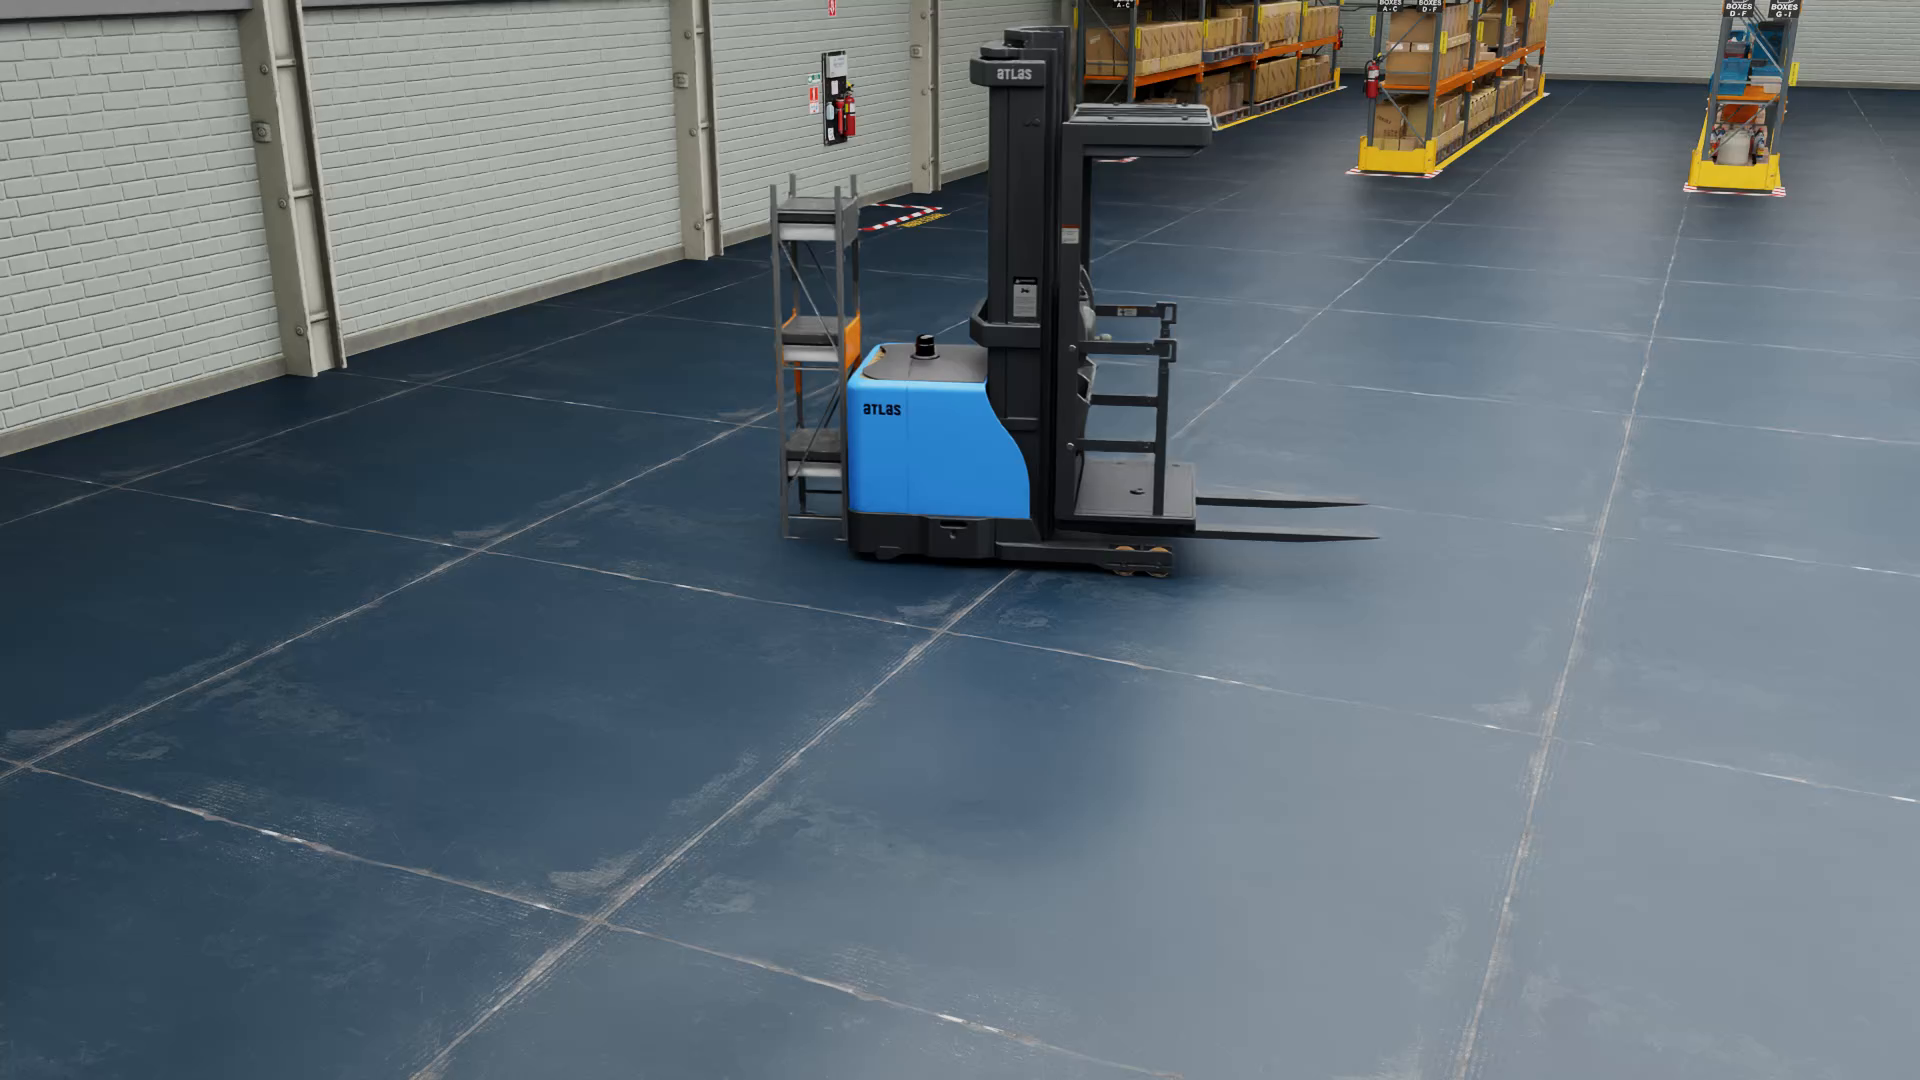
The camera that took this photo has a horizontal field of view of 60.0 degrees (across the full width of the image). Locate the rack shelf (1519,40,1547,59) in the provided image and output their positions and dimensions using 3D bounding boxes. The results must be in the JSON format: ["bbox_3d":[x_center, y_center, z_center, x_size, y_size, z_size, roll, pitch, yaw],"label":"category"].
[{"bbox_3d":[12.715,-11.274,38.268,1.077,0.370,4.000,9,21,23],"label":"rack shelf"}]

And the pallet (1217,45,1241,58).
[{"bbox_3d":[4.964,-9.756,33.212,1.003,0.211,1.213,9,21,23],"label":"pallet"}]

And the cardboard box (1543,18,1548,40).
[{"bbox_3d":[13.599,-12.097,39.359,0.500,0.500,0.500,9,22,24],"label":"cardboard box"}]

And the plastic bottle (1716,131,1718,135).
[{"bbox_3d":[12.500,-6.660,27.626,0.152,0.276,0.135,9,22,25],"label":"plastic bottle"}]

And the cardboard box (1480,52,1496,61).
[{"bbox_3d":[10.142,-9.348,32.152,0.380,0.149,0.250,9,21,23],"label":"cardboard box"}]

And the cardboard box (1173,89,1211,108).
[{"bbox_3d":[4.551,-8.657,32.907,0.700,0.500,0.500,8,21,22],"label":"cardboard box"}]

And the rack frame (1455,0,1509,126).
[{"bbox_3d":[10.258,-9.779,32.990,1.000,3.000,0.127,9,21,23],"label":"rack frame"}]

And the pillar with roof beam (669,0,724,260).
[{"bbox_3d":[0.972,-6.912,15.975,9.100,9.000,0.400,9,21,23],"label":"pillar with roof beam"}]

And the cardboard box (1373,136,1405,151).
[{"bbox_3d":[6.932,-6.440,27.078,0.500,0.250,0.500,9,21,23],"label":"cardboard box"}]

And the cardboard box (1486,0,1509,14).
[{"bbox_3d":[11.867,-11.710,36.778,0.500,0.500,0.500,9,21,23],"label":"cardboard box"}]

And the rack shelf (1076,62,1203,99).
[{"bbox_3d":[3.280,-8.284,29.861,1.077,0.370,4.000,9,21,23],"label":"rack shelf"}]

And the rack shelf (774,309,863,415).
[{"bbox_3d":[-0.832,-1.058,9.851,0.431,0.518,0.480,2,20,7],"label":"rack shelf"}]

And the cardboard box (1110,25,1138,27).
[{"bbox_3d":[2.883,-8.789,29.279,0.500,0.500,0.500,8,21,21],"label":"cardboard box"}]

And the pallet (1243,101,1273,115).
[{"bbox_3d":[6.129,-9.374,36.014,1.003,0.211,1.213,9,21,23],"label":"pallet"}]

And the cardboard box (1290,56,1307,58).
[{"bbox_3d":[8.273,-11.758,40.689,0.380,0.149,0.250,9,21,23],"label":"cardboard box"}]

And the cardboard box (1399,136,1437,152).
[{"bbox_3d":[7.404,-6.369,26.879,0.500,0.250,0.500,9,21,23],"label":"cardboard box"}]

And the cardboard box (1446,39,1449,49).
[{"bbox_3d":[7.760,-8.092,27.130,0.380,0.149,0.250,8,21,21],"label":"cardboard box"}]

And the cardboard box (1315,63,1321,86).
[{"bbox_3d":[8.407,-11.389,40.620,0.700,0.500,0.500,8,21,21],"label":"cardboard box"}]

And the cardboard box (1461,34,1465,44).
[{"bbox_3d":[8.496,-8.641,28.672,0.380,0.149,0.250,8,21,21],"label":"cardboard box"}]

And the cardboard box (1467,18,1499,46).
[{"bbox_3d":[10.413,-10.232,33.487,0.700,0.500,0.500,2,20,4],"label":"cardboard box"}]

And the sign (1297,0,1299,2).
[{"bbox_3d":[8.509,-13.426,41.835,0.100,0.325,0.005,9,21,23],"label":"sign"}]

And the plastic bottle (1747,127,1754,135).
[{"bbox_3d":[13.005,-6.618,27.398,0.144,0.351,0.185,9,21,23],"label":"plastic bottle"}]

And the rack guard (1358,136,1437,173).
[{"bbox_3d":[6.972,-6.148,26.511,1.175,0.500,0.348,9,21,23],"label":"rack guard"}]

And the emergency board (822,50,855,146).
[{"bbox_3d":[-1.545,-5.760,21.690,0.194,1.169,0.643,9,21,23],"label":"emergency board"}]

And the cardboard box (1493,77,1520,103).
[{"bbox_3d":[11.745,-9.691,35.817,0.500,0.500,0.500,9,21,23],"label":"cardboard box"}]

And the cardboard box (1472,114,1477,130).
[{"bbox_3d":[9.222,-7.704,30.632,0.500,0.250,0.500,9,22,24],"label":"cardboard box"}]

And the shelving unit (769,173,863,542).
[{"bbox_3d":[-0.832,-1.071,9.847,0.431,2.100,0.503,2,20,7],"label":"shelving unit"}]

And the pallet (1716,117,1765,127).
[{"bbox_3d":[15.060,-8.031,32.236,1.003,0.211,1.213,9,21,23],"label":"pallet"}]

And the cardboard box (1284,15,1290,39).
[{"bbox_3d":[7.003,-11.392,36.901,0.500,0.500,0.500,9,21,23],"label":"cardboard box"}]

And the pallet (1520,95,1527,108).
[{"bbox_3d":[12.178,-9.898,37.485,1.003,0.211,1.213,9,21,23],"label":"pallet"}]

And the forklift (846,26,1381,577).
[{"bbox_3d":[0.904,-1.360,9.418,3.031,2.935,1.130,2,20,7],"label":"forklift"}]

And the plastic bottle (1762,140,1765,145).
[{"bbox_3d":[12.635,-6.158,26.206,0.061,0.283,0.133,9,21,24],"label":"plastic bottle"}]

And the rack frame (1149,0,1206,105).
[{"bbox_3d":[4.099,-9.235,31.459,1.000,3.000,0.127,9,21,23],"label":"rack frame"}]

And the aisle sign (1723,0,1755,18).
[{"bbox_3d":[11.199,-7.896,23.816,0.394,0.787,0.004,9,21,23],"label":"aisle sign"}]

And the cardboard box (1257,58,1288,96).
[{"bbox_3d":[6.866,-10.377,37.252,0.750,0.750,0.750,9,22,24],"label":"cardboard box"}]

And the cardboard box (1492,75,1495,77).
[{"bbox_3d":[11.475,-9.917,36.451,0.500,0.500,0.500,8,21,20],"label":"cardboard box"}]

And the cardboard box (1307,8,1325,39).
[{"bbox_3d":[8.205,-12.431,40.000,0.980,0.700,0.700,7,21,20],"label":"cardboard box"}]

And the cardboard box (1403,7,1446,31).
[{"bbox_3d":[7.417,-8.310,26.775,0.700,0.500,0.500,8,21,21],"label":"cardboard box"}]

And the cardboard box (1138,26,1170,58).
[{"bbox_3d":[3.360,-8.716,29.074,0.500,0.500,0.500,8,21,21],"label":"cardboard box"}]

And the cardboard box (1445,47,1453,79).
[{"bbox_3d":[7.816,-7.995,27.824,0.700,0.500,0.500,9,22,24],"label":"cardboard box"}]

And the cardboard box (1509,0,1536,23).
[{"bbox_3d":[12.345,-11.625,36.540,0.500,0.500,0.500,9,22,24],"label":"cardboard box"}]

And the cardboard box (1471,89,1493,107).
[{"bbox_3d":[10.061,-8.592,32.292,0.500,0.311,0.500,8,21,22],"label":"cardboard box"}]

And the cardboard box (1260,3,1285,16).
[{"bbox_3d":[6.782,-11.586,36.328,0.500,0.250,0.500,8,21,22],"label":"cardboard box"}]

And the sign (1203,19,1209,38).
[{"bbox_3d":[4.597,-9.571,31.112,0.100,0.325,0.005,9,21,23],"label":"sign"}]

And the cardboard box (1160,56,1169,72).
[{"bbox_3d":[3.364,-8.372,29.227,0.500,0.250,0.500,8,21,22],"label":"cardboard box"}]

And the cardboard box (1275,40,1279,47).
[{"bbox_3d":[6.815,-10.967,36.676,0.380,0.149,0.250,9,22,24],"label":"cardboard box"}]

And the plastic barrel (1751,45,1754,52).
[{"bbox_3d":[14.549,-8.807,30.090,0.421,0.512,0.421,0,20,0],"label":"plastic barrel"}]

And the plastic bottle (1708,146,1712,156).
[{"bbox_3d":[11.852,-6.163,26.342,0.097,0.201,0.097,0,20,0],"label":"plastic bottle"}]

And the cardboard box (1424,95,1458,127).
[{"bbox_3d":[8.213,-7.336,28.477,0.500,0.500,0.500,9,21,23],"label":"cardboard box"}]

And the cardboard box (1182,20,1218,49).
[{"bbox_3d":[4.574,-9.810,32.271,0.700,0.500,0.500,11,22,28],"label":"cardboard box"}]

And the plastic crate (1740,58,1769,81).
[{"bbox_3d":[12.807,-7.704,27.246,0.767,0.338,0.504,9,21,23],"label":"plastic crate"}]

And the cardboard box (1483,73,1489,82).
[{"bbox_3d":[10.861,-9.811,35.035,0.500,0.250,0.500,8,21,22],"label":"cardboard box"}]

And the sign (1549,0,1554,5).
[{"bbox_3d":[14.032,-12.837,39.388,0.100,0.325,0.005,9,21,23],"label":"sign"}]

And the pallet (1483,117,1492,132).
[{"bbox_3d":[9.885,-8.219,32.764,1.003,0.211,1.213,9,21,23],"label":"pallet"}]

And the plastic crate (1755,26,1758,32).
[{"bbox_3d":[17.008,-10.618,35.164,0.402,0.464,0.583,9,21,23],"label":"plastic crate"}]
